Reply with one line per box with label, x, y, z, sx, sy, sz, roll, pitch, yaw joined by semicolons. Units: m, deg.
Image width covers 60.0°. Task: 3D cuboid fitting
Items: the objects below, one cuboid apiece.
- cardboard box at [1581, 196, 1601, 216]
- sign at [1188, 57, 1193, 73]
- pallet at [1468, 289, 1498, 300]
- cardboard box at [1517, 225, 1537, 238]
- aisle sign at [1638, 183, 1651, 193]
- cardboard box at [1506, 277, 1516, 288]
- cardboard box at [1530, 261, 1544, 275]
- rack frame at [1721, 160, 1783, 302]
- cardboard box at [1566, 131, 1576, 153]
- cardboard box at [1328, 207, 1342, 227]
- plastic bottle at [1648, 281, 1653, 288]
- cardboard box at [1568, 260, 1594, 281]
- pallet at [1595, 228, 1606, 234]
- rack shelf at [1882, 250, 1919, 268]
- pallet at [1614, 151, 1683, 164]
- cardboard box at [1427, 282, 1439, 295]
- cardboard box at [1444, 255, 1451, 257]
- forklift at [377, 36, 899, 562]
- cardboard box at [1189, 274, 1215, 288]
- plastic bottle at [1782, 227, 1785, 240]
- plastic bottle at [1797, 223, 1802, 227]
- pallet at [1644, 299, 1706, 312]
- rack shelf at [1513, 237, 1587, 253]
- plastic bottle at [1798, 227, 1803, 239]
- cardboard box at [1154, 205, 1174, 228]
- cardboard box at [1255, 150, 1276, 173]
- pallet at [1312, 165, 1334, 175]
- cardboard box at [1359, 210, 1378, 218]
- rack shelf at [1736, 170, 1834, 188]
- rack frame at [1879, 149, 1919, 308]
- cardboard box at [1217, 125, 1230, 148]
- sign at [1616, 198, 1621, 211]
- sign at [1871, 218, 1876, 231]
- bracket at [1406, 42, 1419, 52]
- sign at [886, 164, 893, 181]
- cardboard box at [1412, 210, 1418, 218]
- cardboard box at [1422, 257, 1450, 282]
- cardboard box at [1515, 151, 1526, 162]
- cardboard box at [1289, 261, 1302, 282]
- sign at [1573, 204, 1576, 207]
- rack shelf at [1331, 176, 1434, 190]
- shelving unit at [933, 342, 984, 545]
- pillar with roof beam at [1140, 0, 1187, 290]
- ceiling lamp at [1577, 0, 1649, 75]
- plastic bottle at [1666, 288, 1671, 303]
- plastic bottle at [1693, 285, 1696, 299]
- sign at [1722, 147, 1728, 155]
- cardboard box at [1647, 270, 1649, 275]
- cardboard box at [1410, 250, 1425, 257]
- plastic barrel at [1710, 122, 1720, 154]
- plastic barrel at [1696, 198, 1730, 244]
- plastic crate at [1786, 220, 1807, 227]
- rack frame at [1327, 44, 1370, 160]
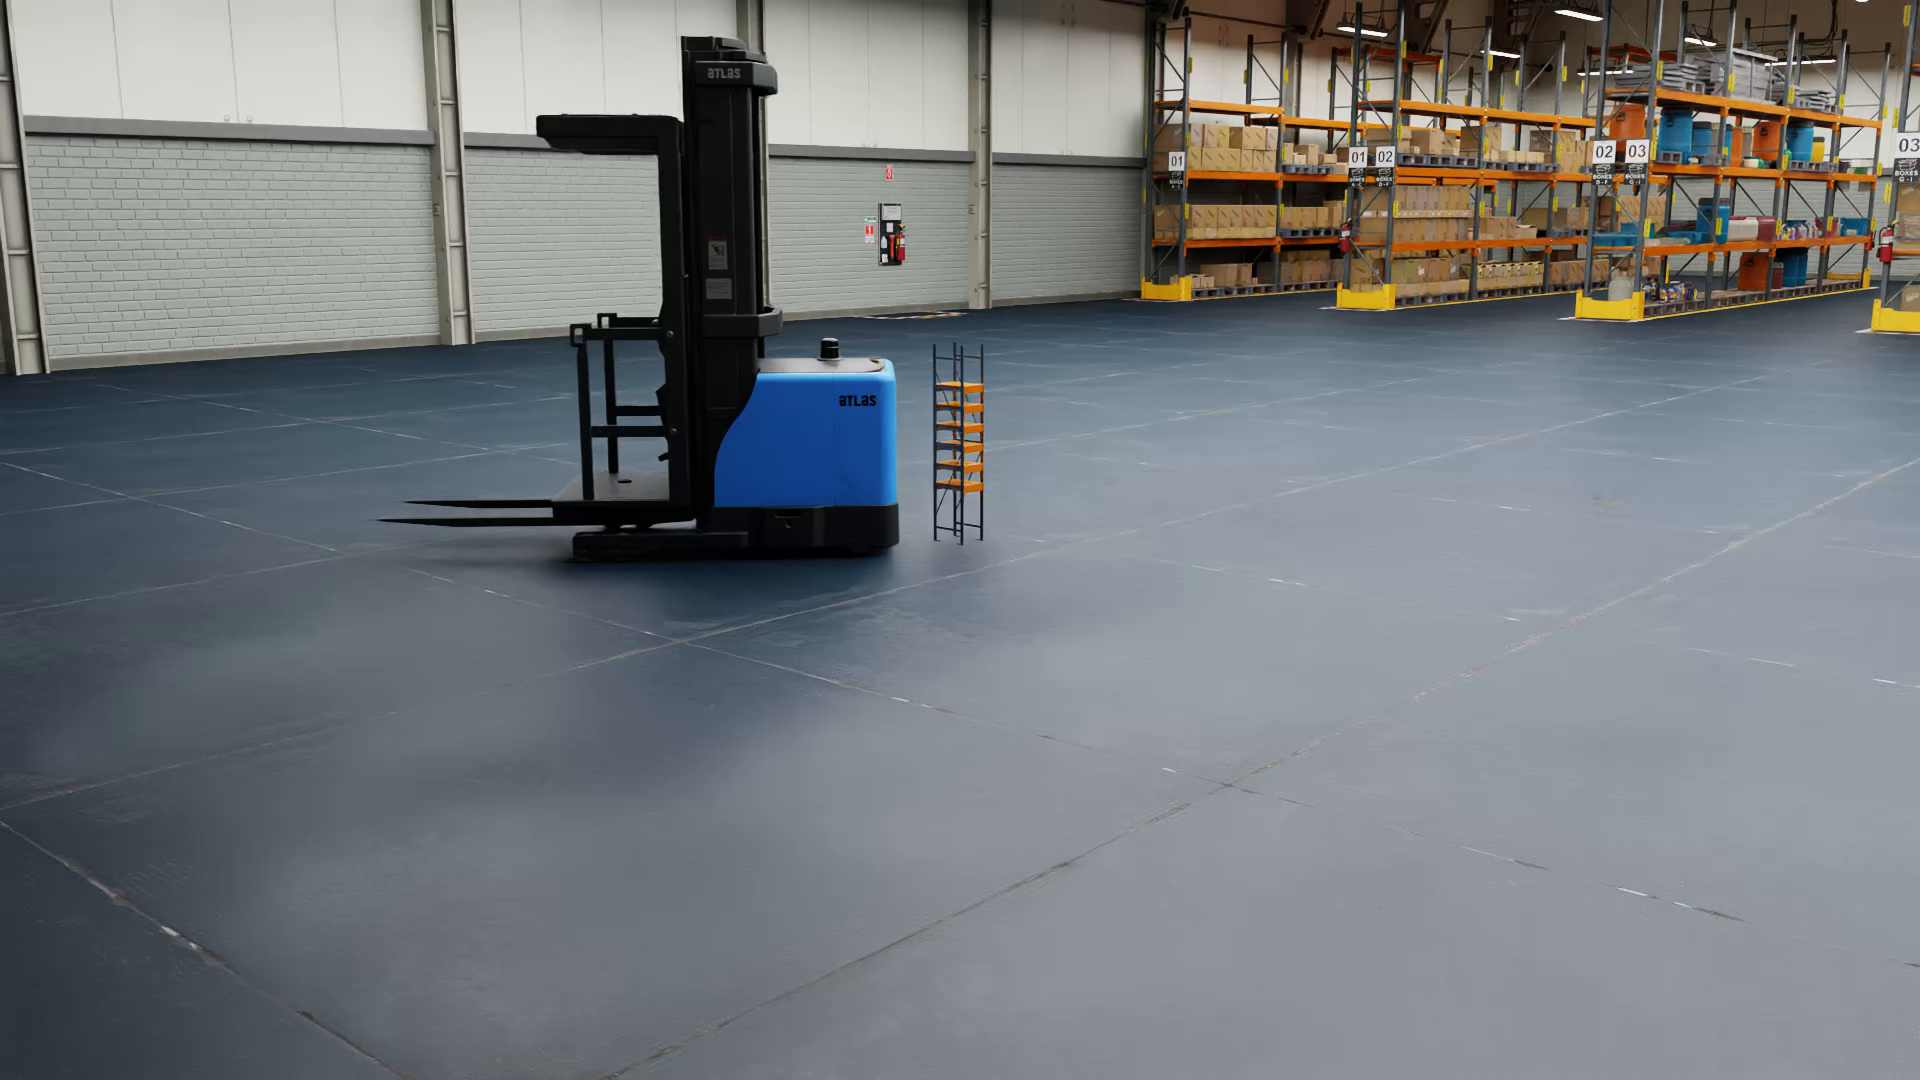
cardboard box;16.332;-8.615;42.878;0.500;0.500;0.500;10;15;41
sign;4.956;-10.211;35.772;0.100;0.325;0.005;10;15;40
pallet;11.369;-5.537;37.394;1.003;0.211;1.213;10;15;40
cardboard box;13.280;-7.288;39.268;0.500;0.311;0.500;11;16;44
aisle sign;18.658;-9.879;45.378;0.394;0.787;0.004;10;15;40
cardboard box;12.379;-5.902;38.051;0.500;0.250;0.500;10;15;41
cardboard box;13.392;-6.403;39.127;0.500;0.311;0.500;10;15;42
rack frame;17.271;-6.738;36.290;1.000;3.000;0.127;10;15;40
cardboard box;14.519;-9.603;40.166;0.500;0.500;0.500;10;15;40
cardboard box;9.178;-8.128;41.868;0.700;0.500;0.500;8;14;35
plastic bottle;13.786;-5.002;33.234;0.144;0.351;0.185;10;15;42
cardboard box;15.419;-6.703;41.371;0.500;0.500;0.500;10;15;41
pallet;15.584;-7.770;41.947;1.003;0.211;1.213;10;15;40
rack shelf;17.031;-4.863;28.735;1.077;0.370;4.000;10;15;40
pallet;12.610;-7.049;30.668;1.003;0.211;1.213;10;15;40
cardboard box;9.784;-5.331;35.189;0.500;0.250;0.500;10;15;40
cardboard box;13.374;-7.758;46.706;0.700;0.500;0.500;10;15;40
forklift;-1.895;-1.418;9.827;3.031;2.935;1.130;-1;11;-3
cardboard box;5.449;-5.914;37.902;0.500;0.311;0.500;-11;15;-43
plastic bottle;18.228;-6.785;36.821;0.061;0.283;0.133;10;15;40
plastic bottle;19.320;-7.117;38.310;0.144;0.351;0.185;10;15;40
pallet;14.156;-4.689;33.149;1.003;0.211;1.213;10;15;40
rack shelf;14.873;-7.321;41.043;1.077;0.370;4.000;10;15;40
plastic bottle;19.078;-6.984;37.839;0.152;0.276;0.135;10;15;40
cardboard box;4.700;-7.243;37.234;0.500;0.500;0.500;10;15;40
cardboard box;7.039;-8.854;38.917;0.500;0.500;0.500;10;15;42
pallet;8.358;-9.040;40.633;1.213;0.211;1.003;10;15;40
cardboard box;8.381;-6.650;33.938;0.380;0.149;0.250;9;15;39
rack shelf;18.591;-8.151;37.540;1.077;0.370;4.000;10;15;40
rack frame;15.711;-4.921;27.191;1.000;3.000;0.127;10;15;40
cardboard box;5.684;-9.032;37.255;0.500;0.500;0.500;10;15;42
sign;16.612;-8.464;41.976;0.100;0.325;0.005;10;15;40
sign;22.976;-7.927;41.823;0.100;0.325;0.005;10;15;40
bracket;12.275;-13.423;45.250;0.235;0.232;0.430;10;15;40
sign;-1.340;-6.964;31.502;0.001;0.298;0.199;10;15;40
cardboard box;9.199;-6.712;34.246;0.380;0.149;0.250;9;15;39
cardboard box;10.104;-5.774;35.493;0.500;0.500;0.500;10;15;40
cardboard box;12.577;-8.747;37.997;0.500;0.250;0.500;9;15;39
cardboard box;7.965;-6.614;40.925;0.700;0.500;0.500;9;15;39
sign;15.780;-8.461;42.707;0.100;0.325;0.005;10;15;40
rack shelf;11.149;-9.432;43.953;1.077;0.370;4.000;10;15;40
shelving unit;-0.010;-0.586;10.083;0.258;1.200;0.189;10;15;40
pillar with roof beam;7.594;-9.442;34.511;9.100;9.000;0.548;10;15;40
ceiling lamp;18.779;-15.069;47.779;2.000;3.185;0.800;10;15;40
plastic bottle;13.584;-4.703;31.909;0.061;0.283;0.133;10;15;41
plastic bottle;14.561;-4.920;32.999;0.061;0.283;0.133;11;16;43
sign;15.036;-7.552;32.685;0.100;0.325;0.005;10;15;40
cardboard box;18.325;-7.223;44.827;0.380;0.166;0.250;10;15;40
cardboard box;12.138;-7.647;45.256;0.750;0.750;0.750;10;15;41
plastic barrel;15.235;-8.066;33.998;0.600;0.901;0.600;0;11;0
plastic barrel;15.113;-6.413;33.383;0.600;0.901;0.708;10;15;40
plastic crate;19.963;-7.461;39.797;0.392;0.384;0.575;10;15;40
rack frame;9.829;-10.961;42.116;1.000;3.000;0.127;10;15;40
